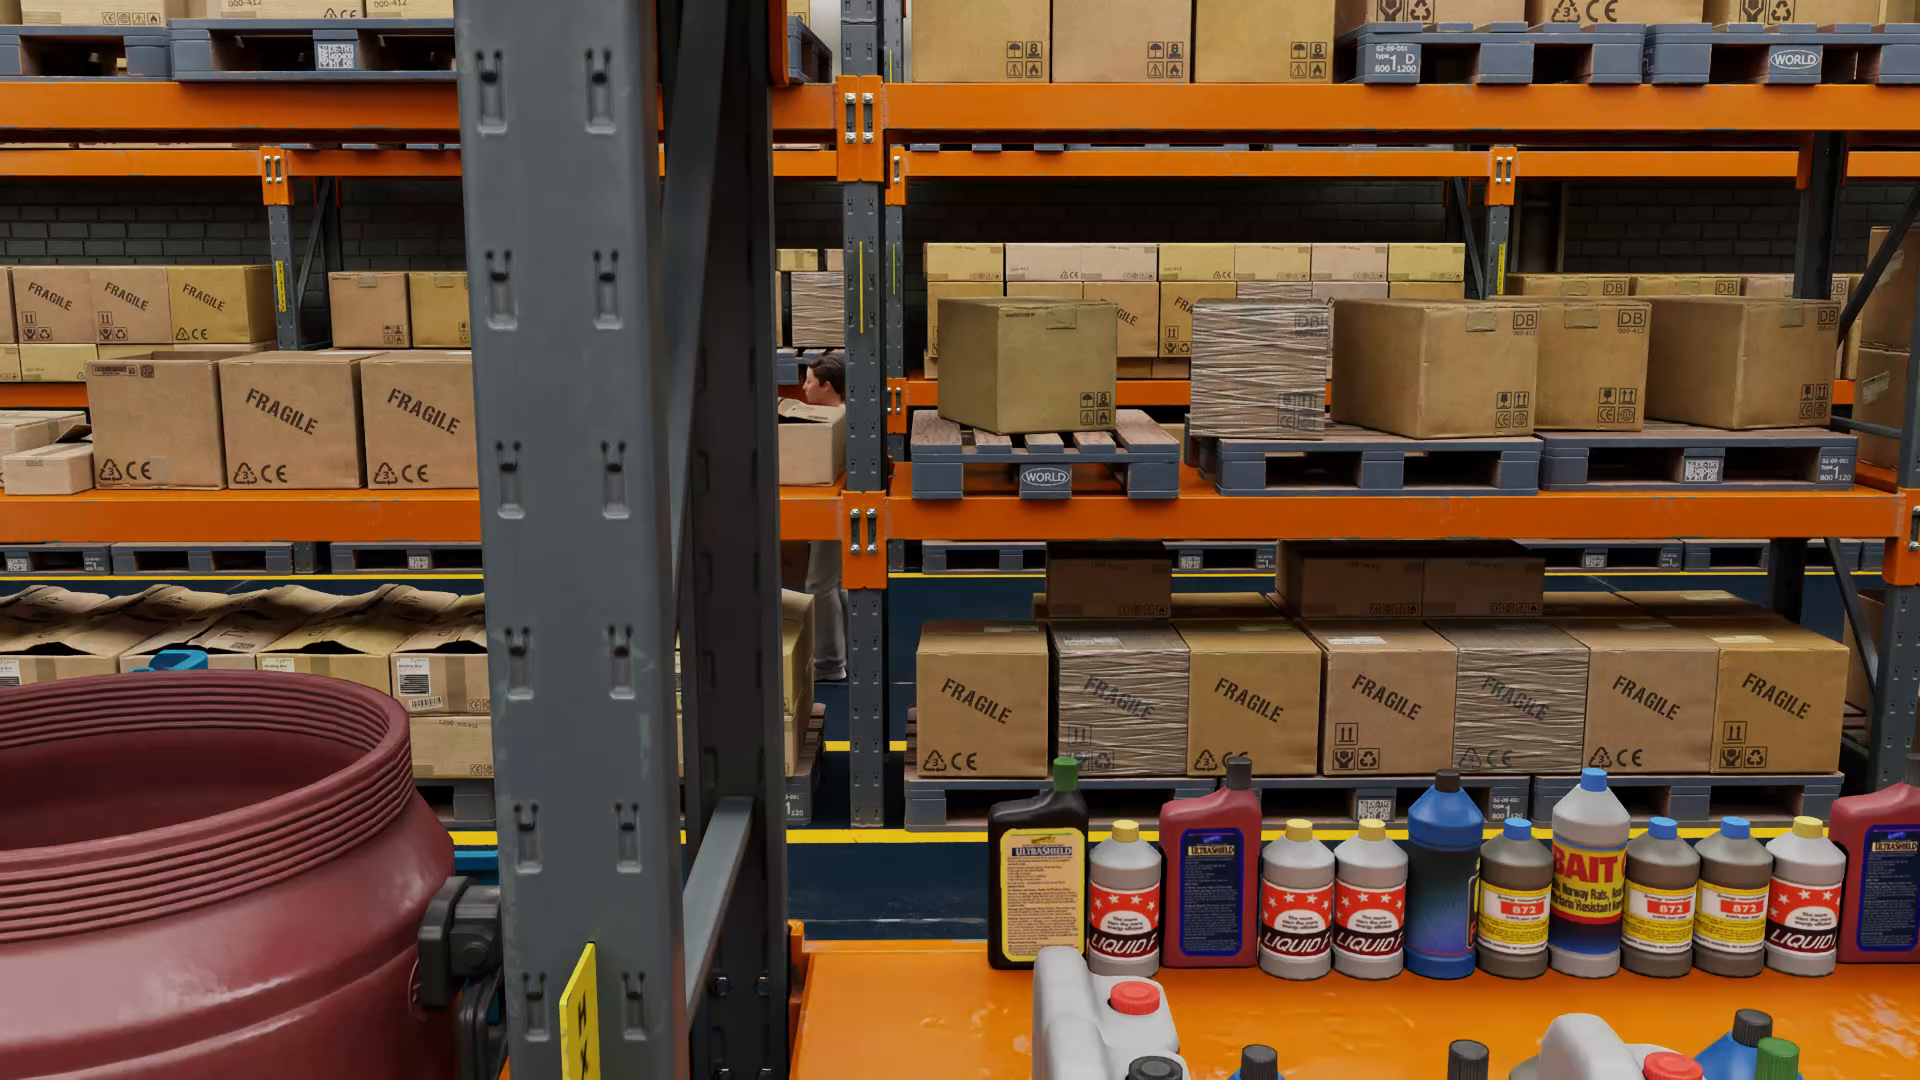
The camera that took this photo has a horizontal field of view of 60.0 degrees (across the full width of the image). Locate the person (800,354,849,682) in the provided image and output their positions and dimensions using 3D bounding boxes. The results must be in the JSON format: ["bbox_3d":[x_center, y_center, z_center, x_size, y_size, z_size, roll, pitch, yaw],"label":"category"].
[{"bbox_3d":[-0.693,-0.115,8.535,0.415,1.675,0.476,0,10,-3],"label":"person"}]
